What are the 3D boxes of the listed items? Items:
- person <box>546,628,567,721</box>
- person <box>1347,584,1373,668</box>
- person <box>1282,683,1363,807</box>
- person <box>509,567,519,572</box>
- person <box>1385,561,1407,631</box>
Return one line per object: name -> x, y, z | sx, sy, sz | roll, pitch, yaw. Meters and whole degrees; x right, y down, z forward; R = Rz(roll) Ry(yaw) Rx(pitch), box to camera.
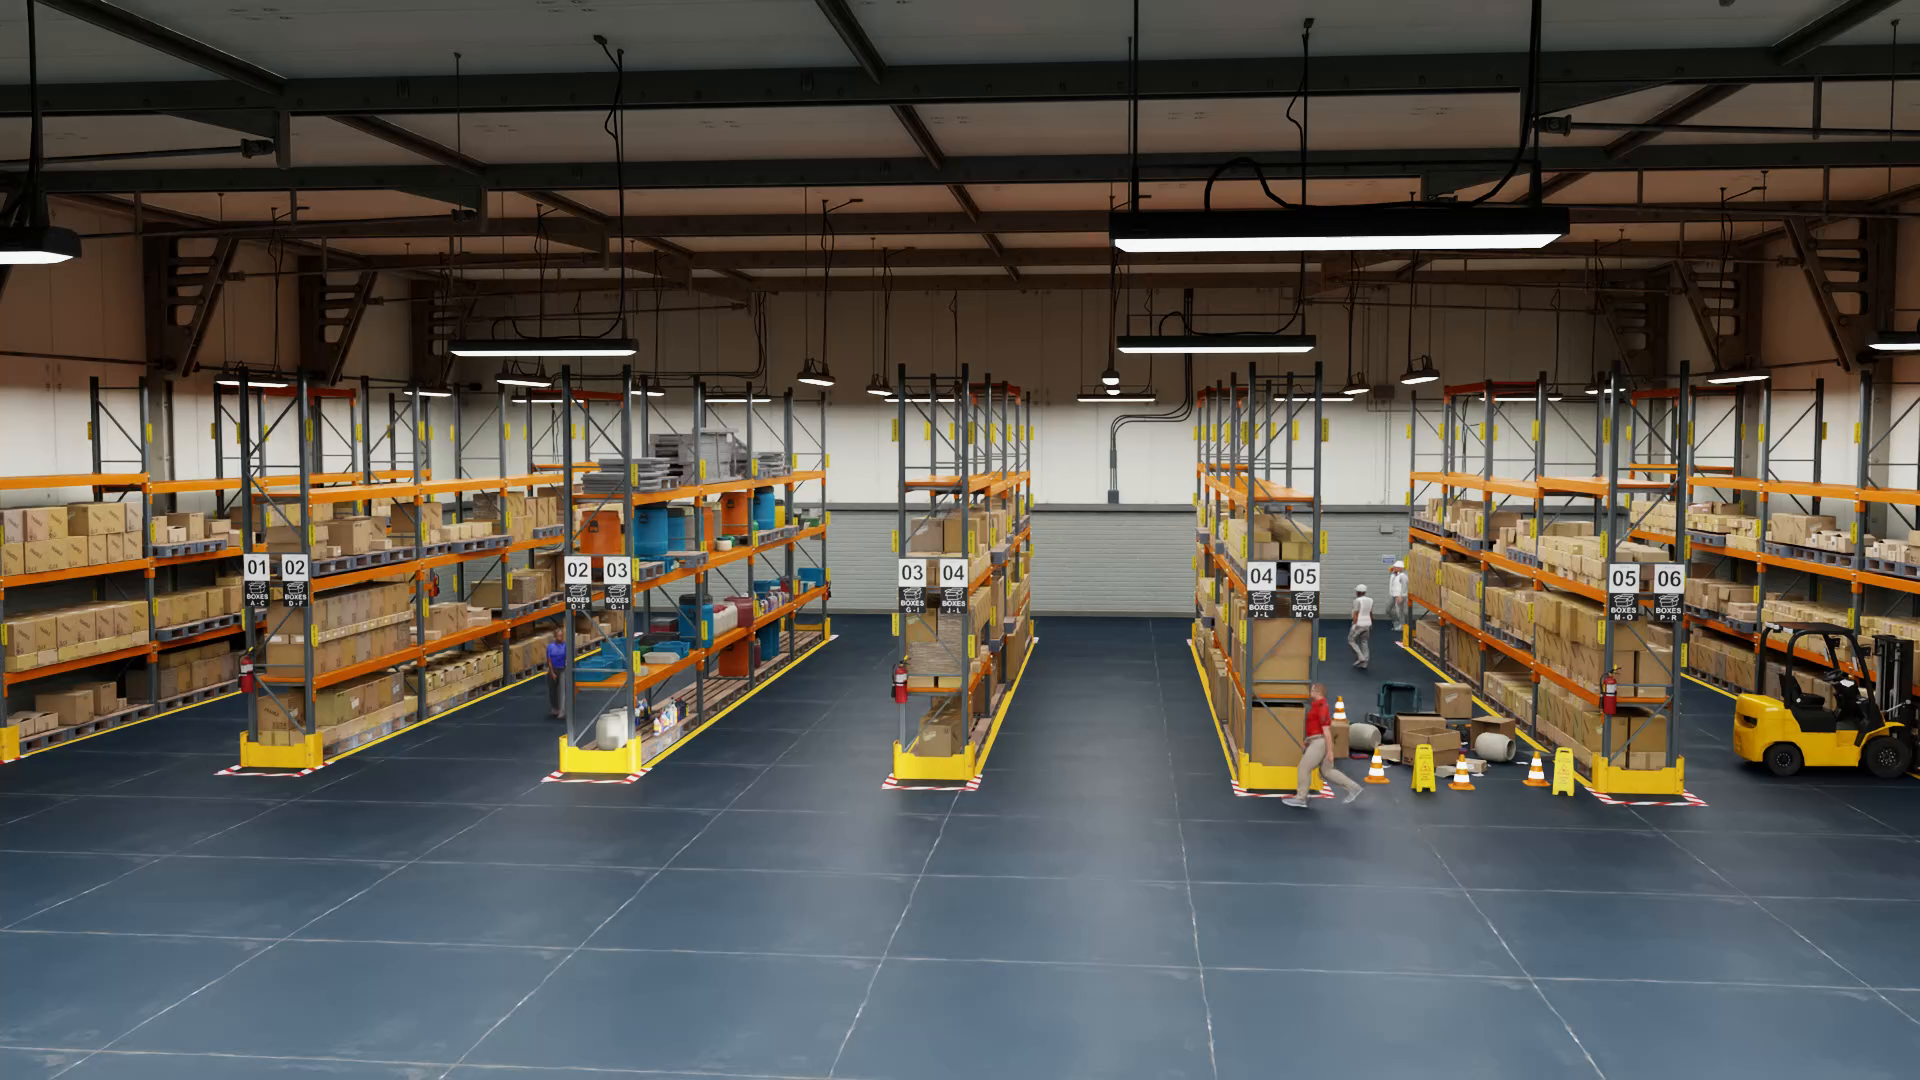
person -> -7.019, 2.342, 29.069 | 0.422, 1.558, 1.087 | -1, 4, -12
person -> 8.588, 1.835, 35.478 | 0.609, 1.785, 0.467 | -2, 4, -33
person -> 4.856, 2.737, 22.225 | 1.064, 1.662, 0.611 | 1, 4, 10
person -> -11.244, 1.483, 41.840 | 0.479, 1.612, 1.018 | 1, 4, 10
person -> 11.005, 1.427, 41.911 | 0.478, 1.802, 0.569 | -1, 4, -18
